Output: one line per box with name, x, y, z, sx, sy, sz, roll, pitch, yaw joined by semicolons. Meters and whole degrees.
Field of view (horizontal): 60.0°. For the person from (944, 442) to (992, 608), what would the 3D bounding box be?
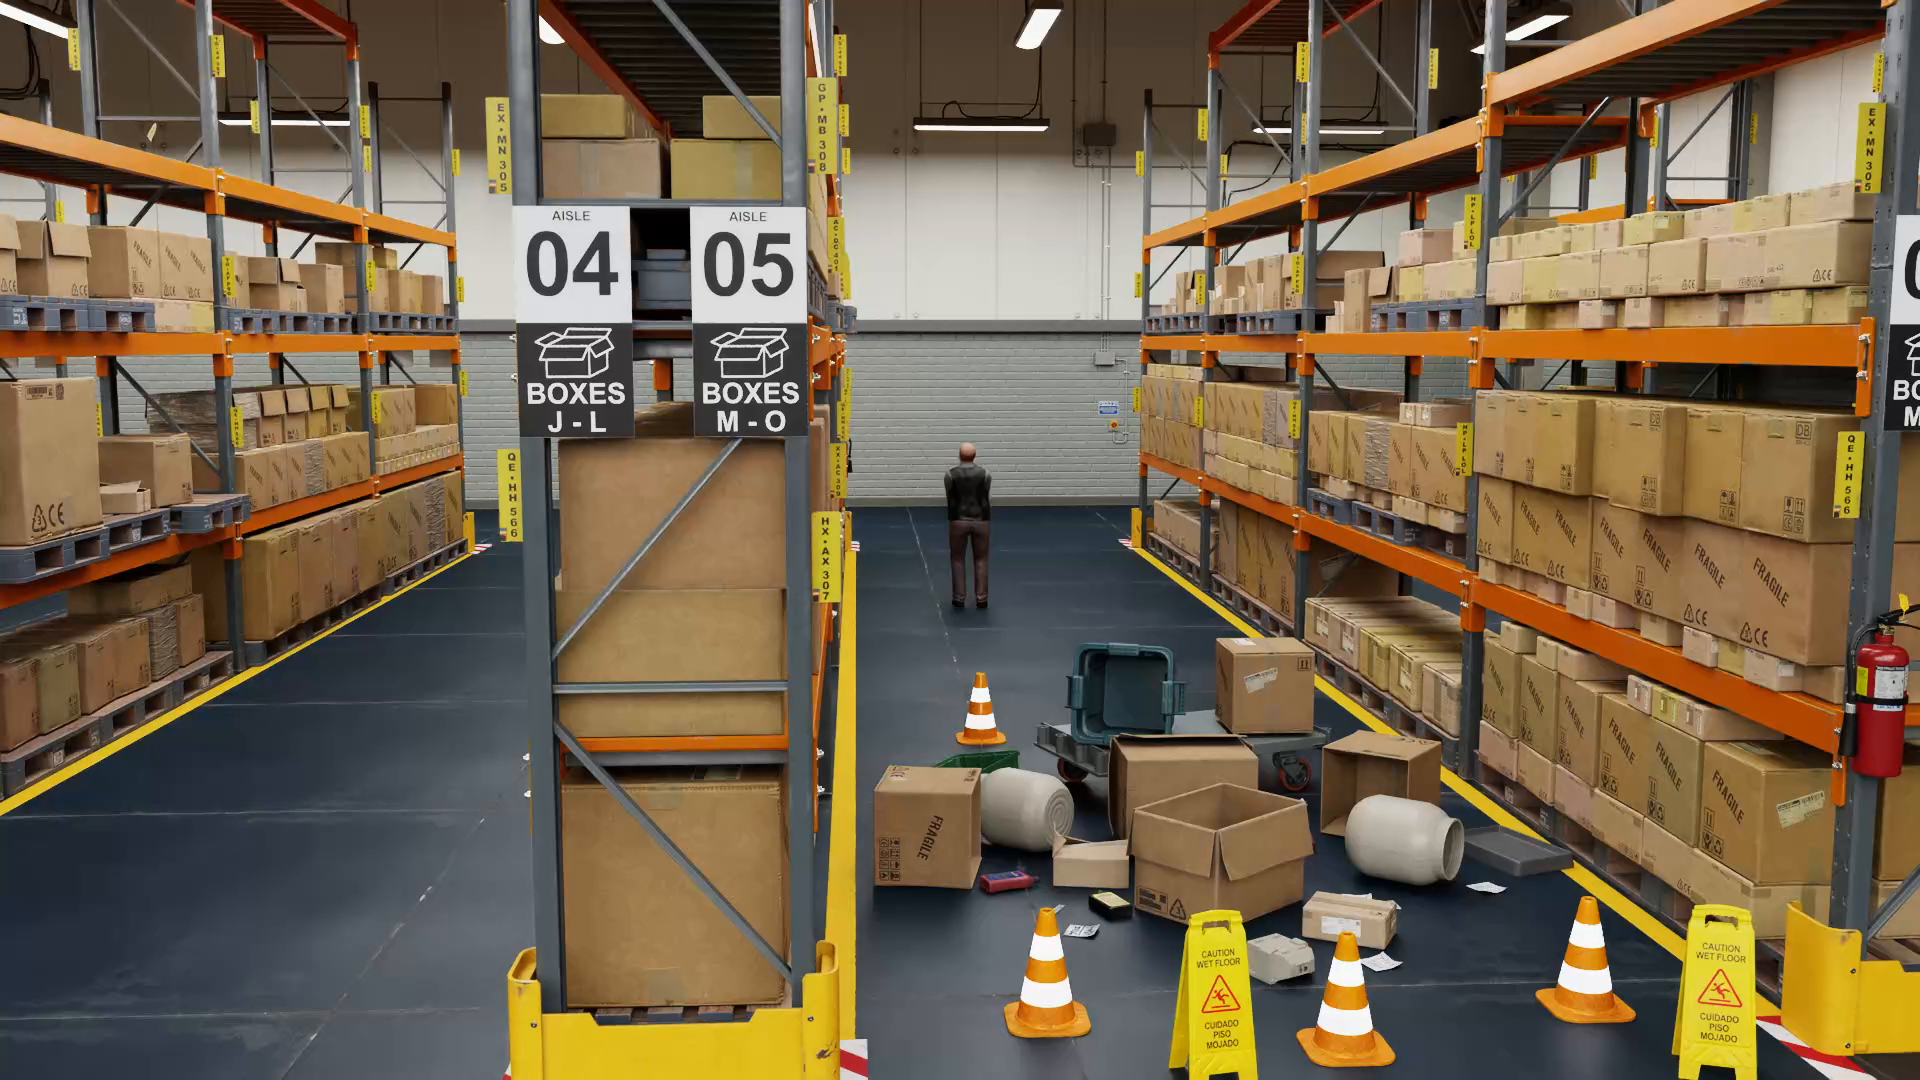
person;0.073;-0.168;17.291;0.494;1.713;0.556;0;7;-3
